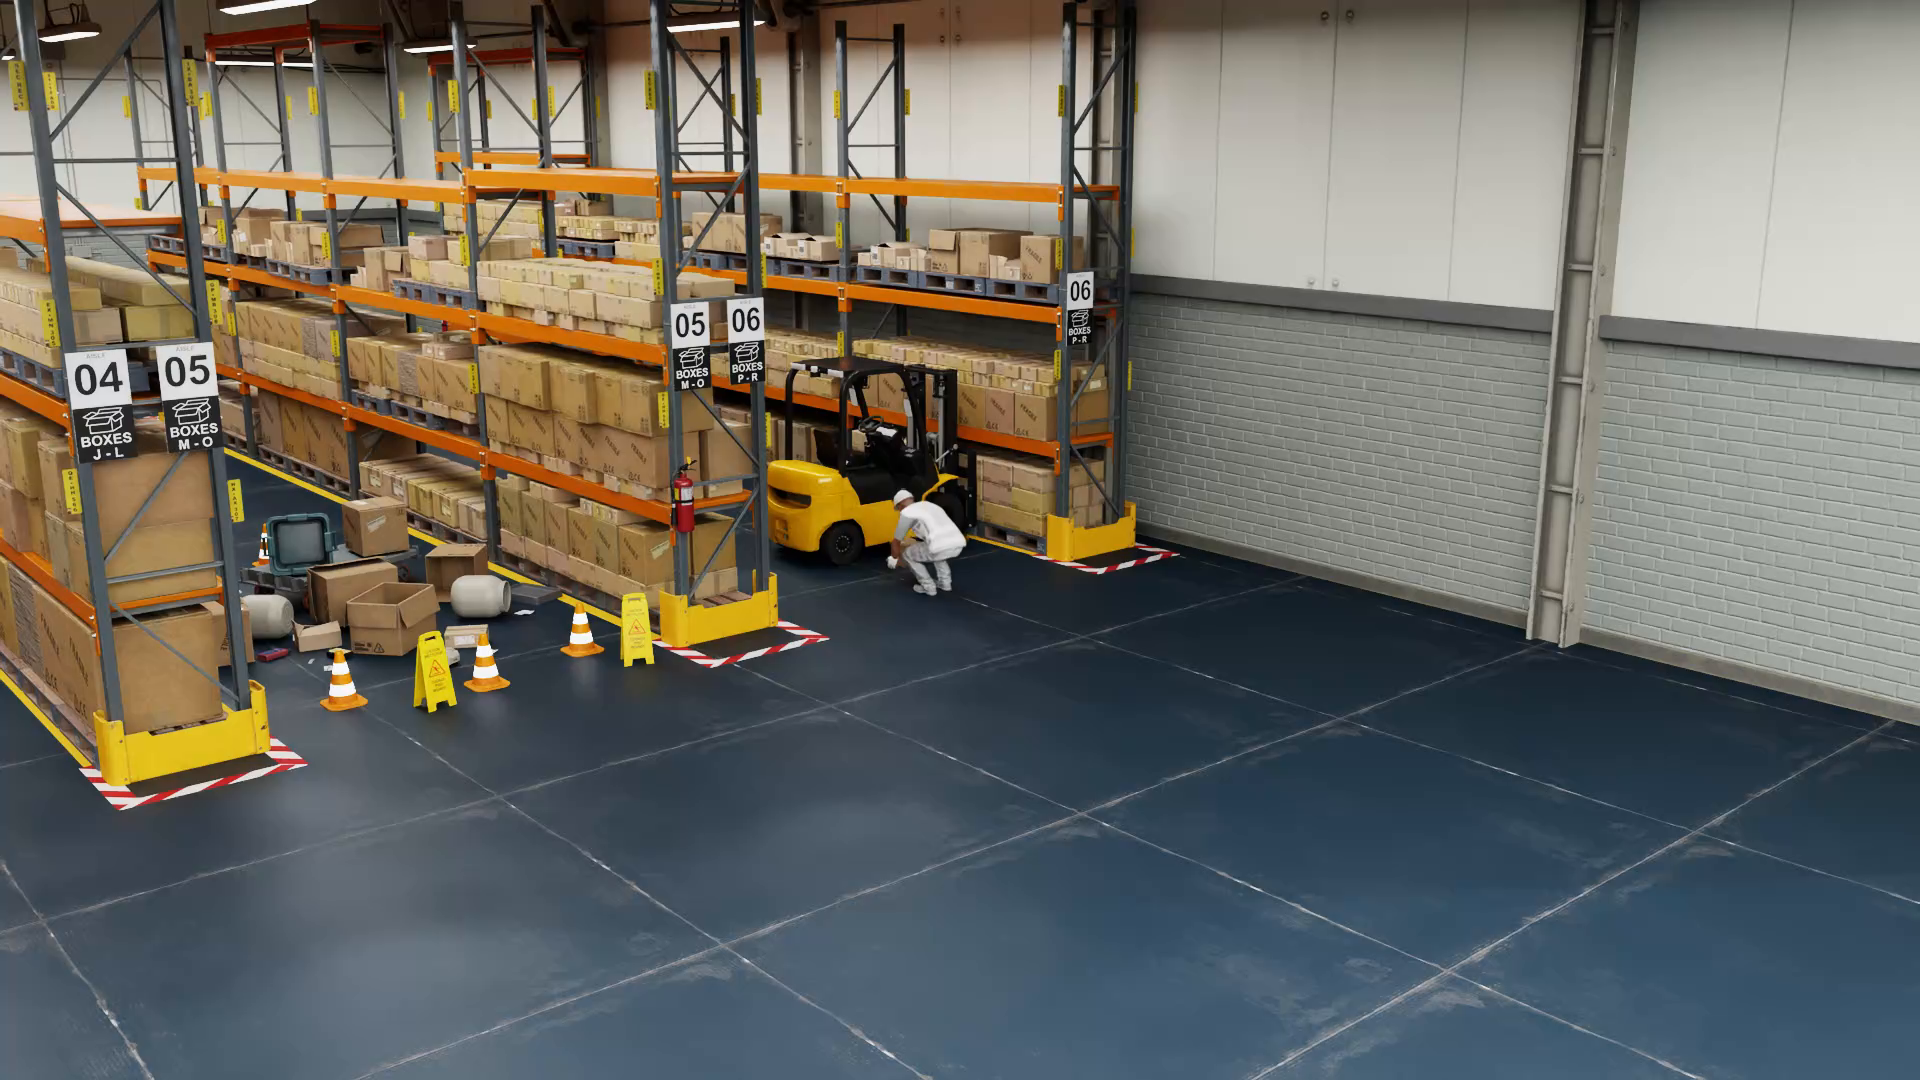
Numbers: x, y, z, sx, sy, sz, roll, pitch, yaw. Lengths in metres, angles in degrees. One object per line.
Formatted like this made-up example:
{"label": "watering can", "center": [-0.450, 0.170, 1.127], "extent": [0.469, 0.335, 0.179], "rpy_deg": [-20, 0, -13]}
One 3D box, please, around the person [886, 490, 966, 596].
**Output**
{"label": "person", "center": [-0.367, 0.025, 17.442], "extent": [0.571, 1.026, 0.901], "rpy_deg": [-12, 18, -40]}
